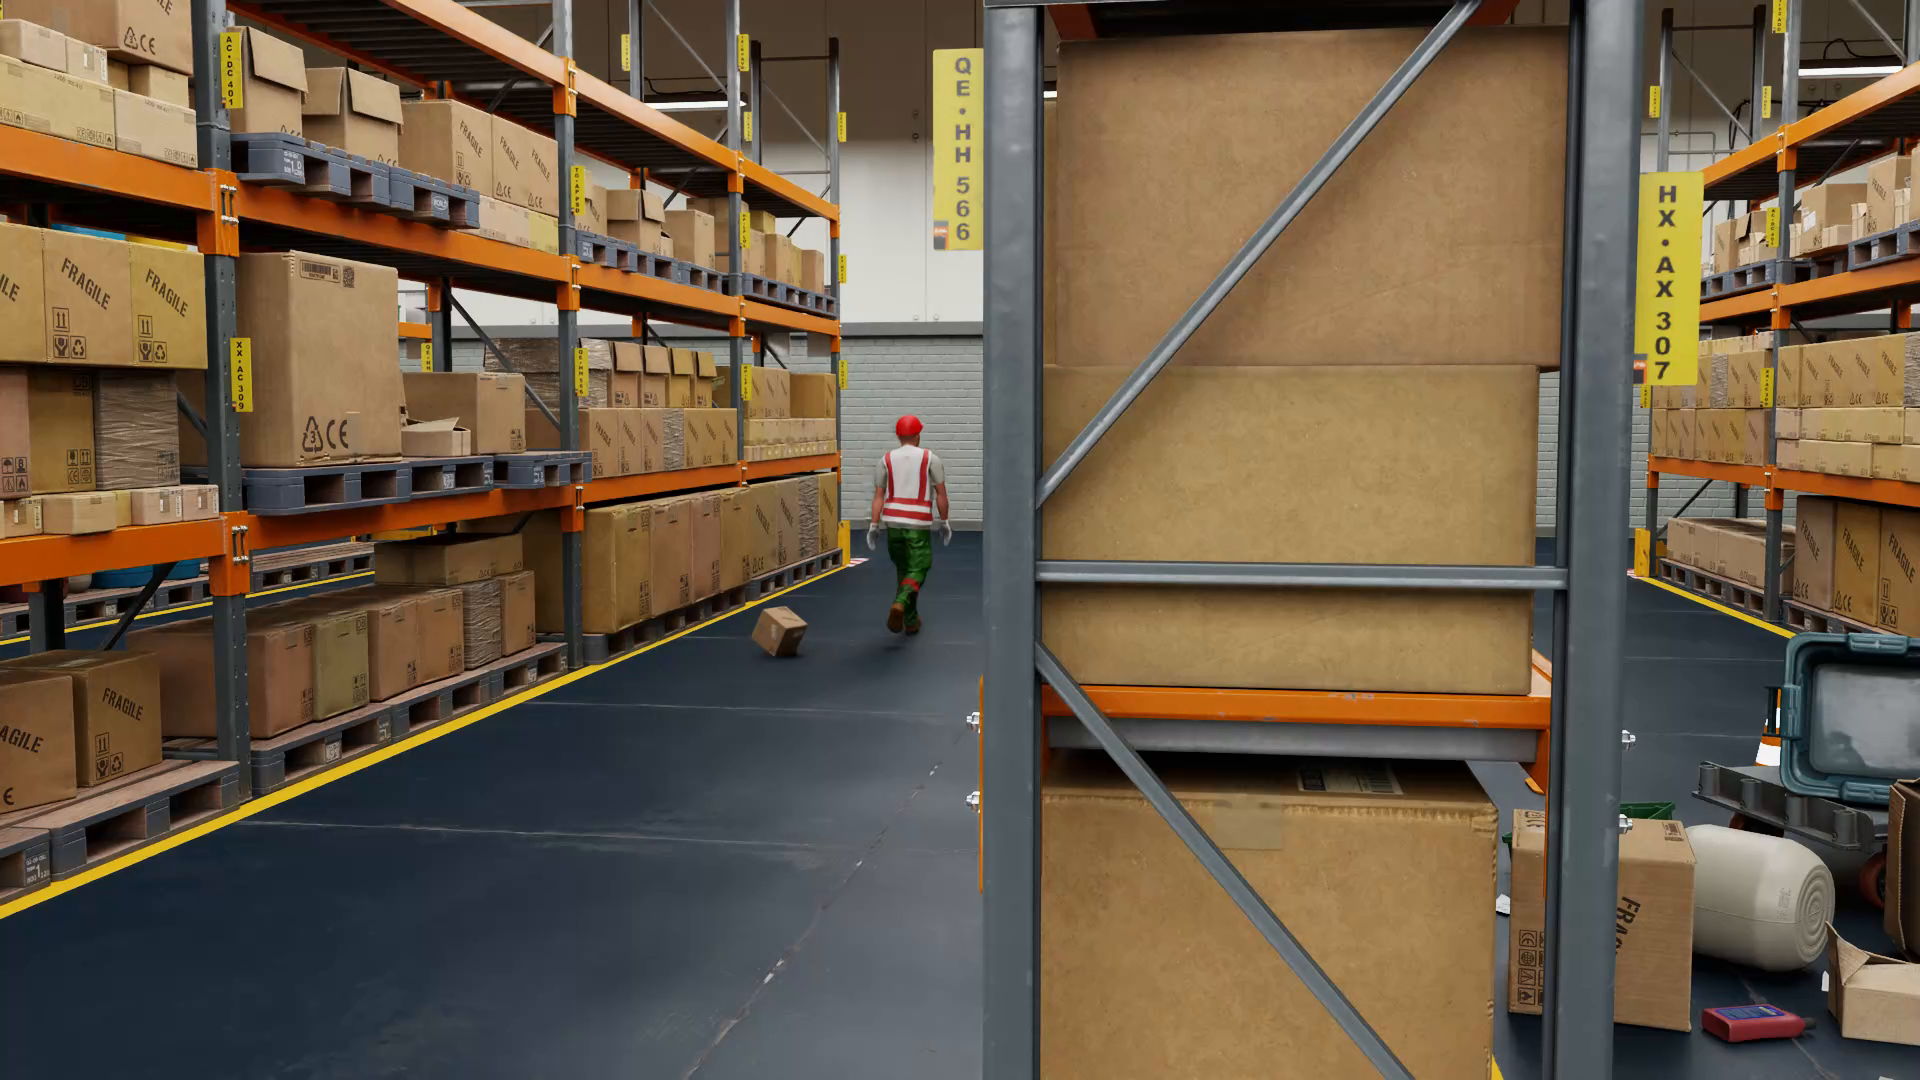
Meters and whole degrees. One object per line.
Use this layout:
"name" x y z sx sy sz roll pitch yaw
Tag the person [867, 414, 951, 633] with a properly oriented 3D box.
"person" -0.414 -0.110 12.998 0.656 1.744 0.984 1 5 14
